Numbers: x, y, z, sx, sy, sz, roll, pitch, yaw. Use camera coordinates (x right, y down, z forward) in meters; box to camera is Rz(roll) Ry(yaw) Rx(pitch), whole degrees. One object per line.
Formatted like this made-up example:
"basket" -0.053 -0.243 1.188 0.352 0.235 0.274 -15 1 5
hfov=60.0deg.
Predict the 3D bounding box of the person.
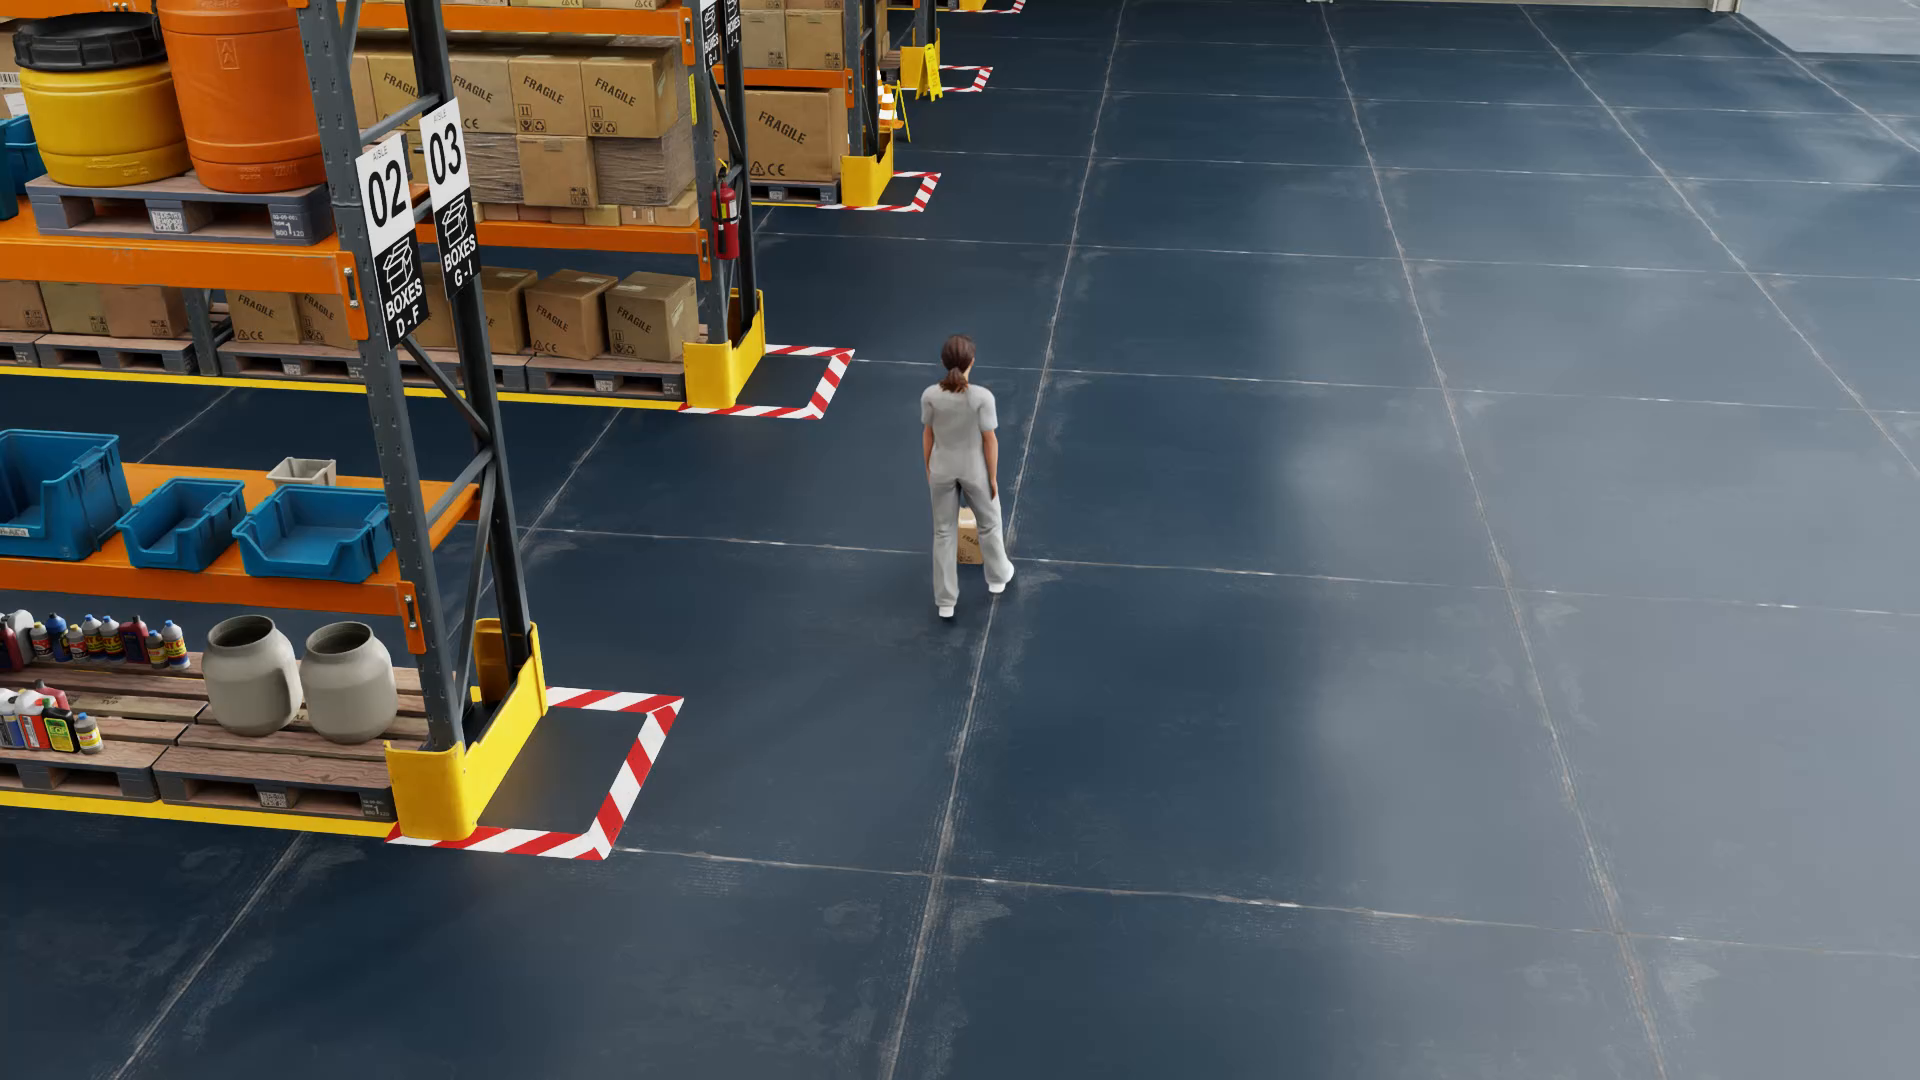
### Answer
"person" 0.043 -0.416 9.377 0.479 1.667 0.613 4 29 8
